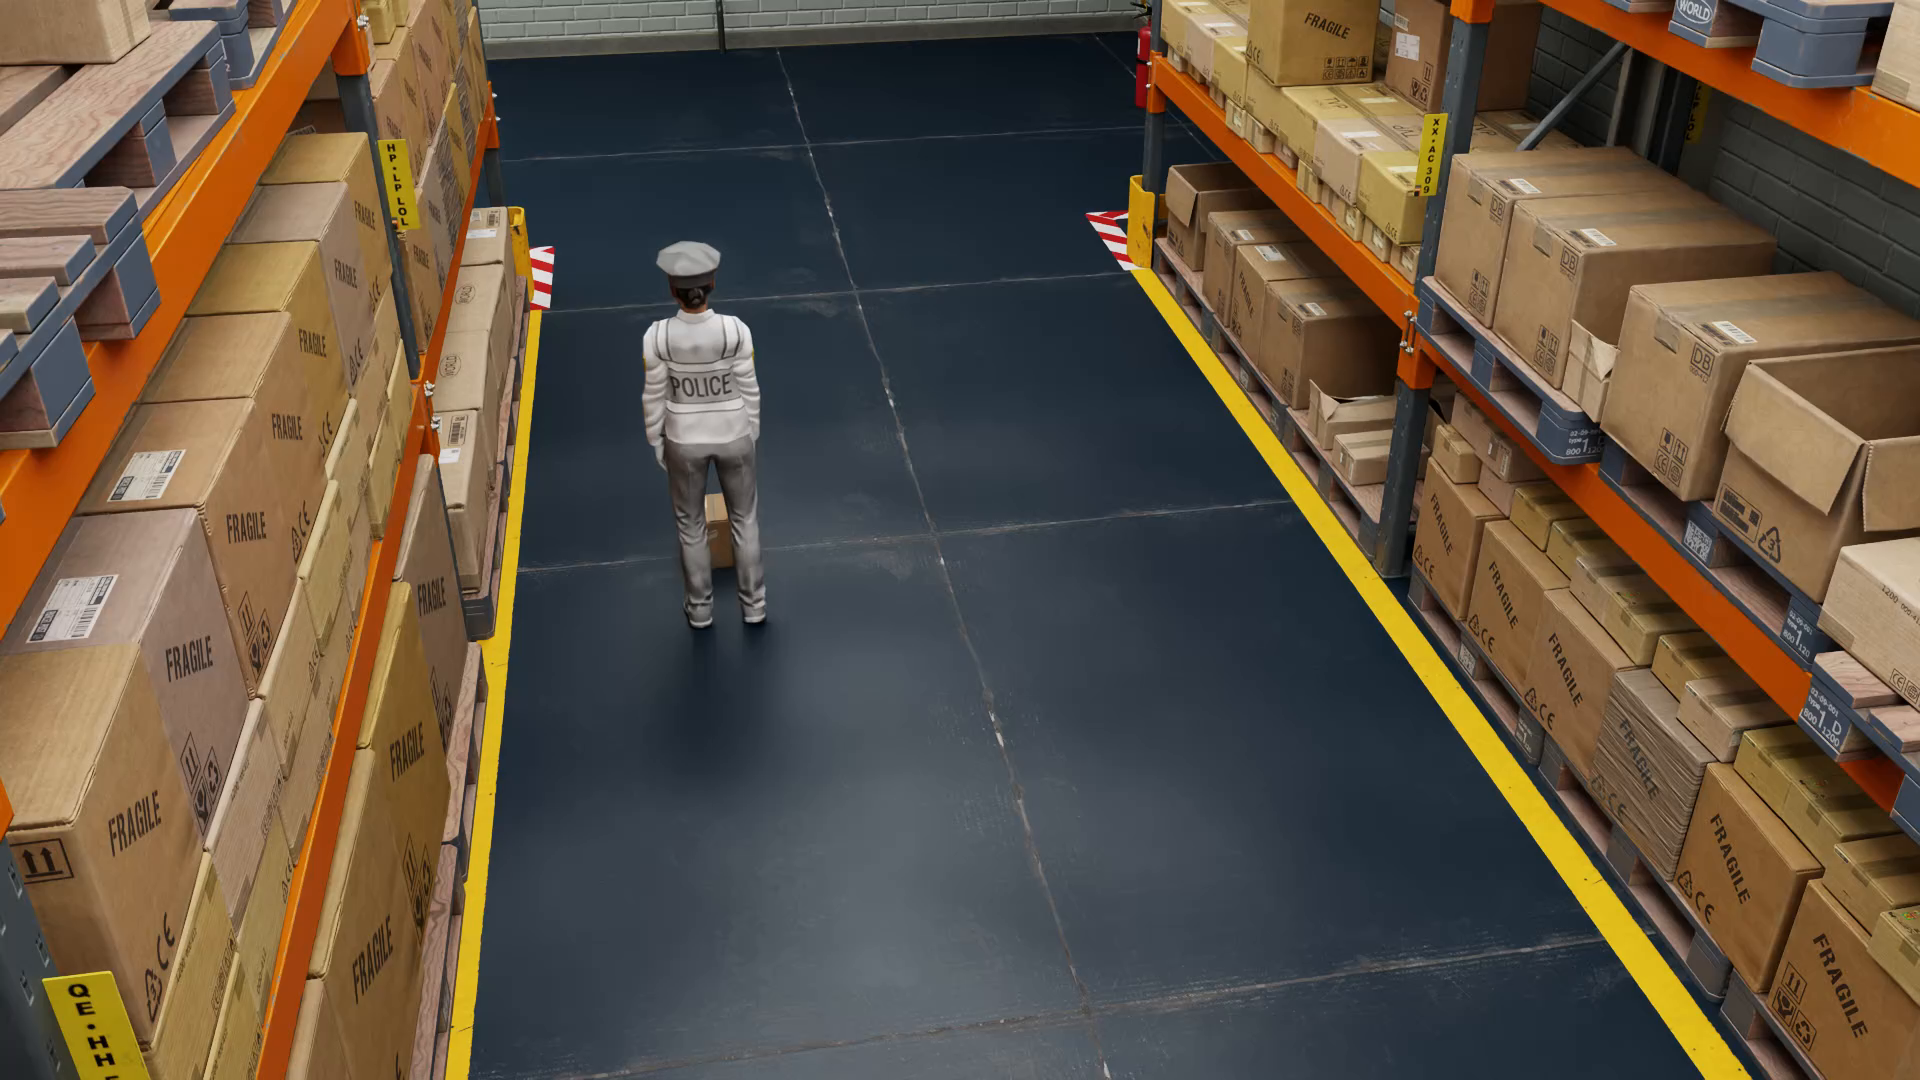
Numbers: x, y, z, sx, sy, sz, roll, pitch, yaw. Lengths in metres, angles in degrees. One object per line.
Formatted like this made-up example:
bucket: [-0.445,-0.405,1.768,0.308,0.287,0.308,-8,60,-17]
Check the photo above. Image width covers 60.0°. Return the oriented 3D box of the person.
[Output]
person: [-1.045,-0.398,6.816,0.468,1.677,0.327,-5,31,-8]
